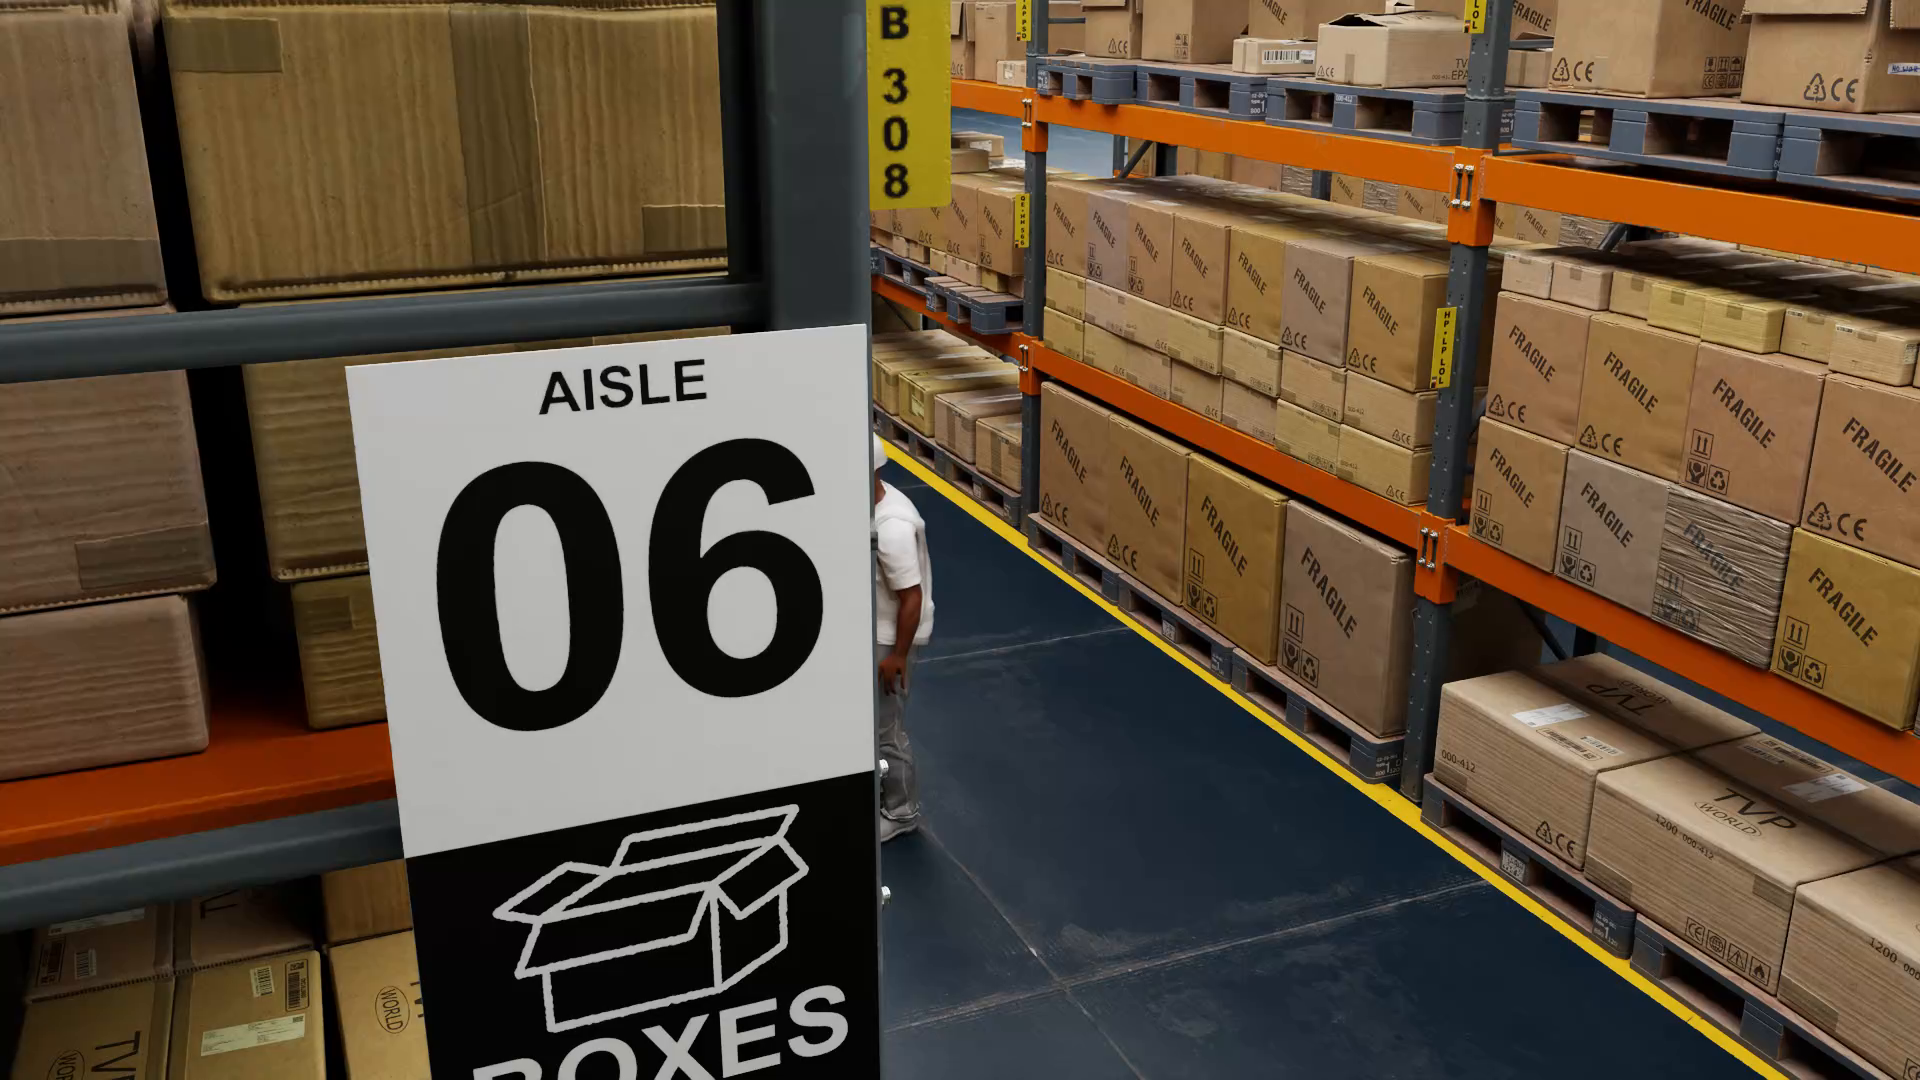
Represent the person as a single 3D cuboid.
[{"bbox_3d":[-0.359,0.387,6.893,0.463,1.760,0.631,-8,20,-23],"label":"person"}]
